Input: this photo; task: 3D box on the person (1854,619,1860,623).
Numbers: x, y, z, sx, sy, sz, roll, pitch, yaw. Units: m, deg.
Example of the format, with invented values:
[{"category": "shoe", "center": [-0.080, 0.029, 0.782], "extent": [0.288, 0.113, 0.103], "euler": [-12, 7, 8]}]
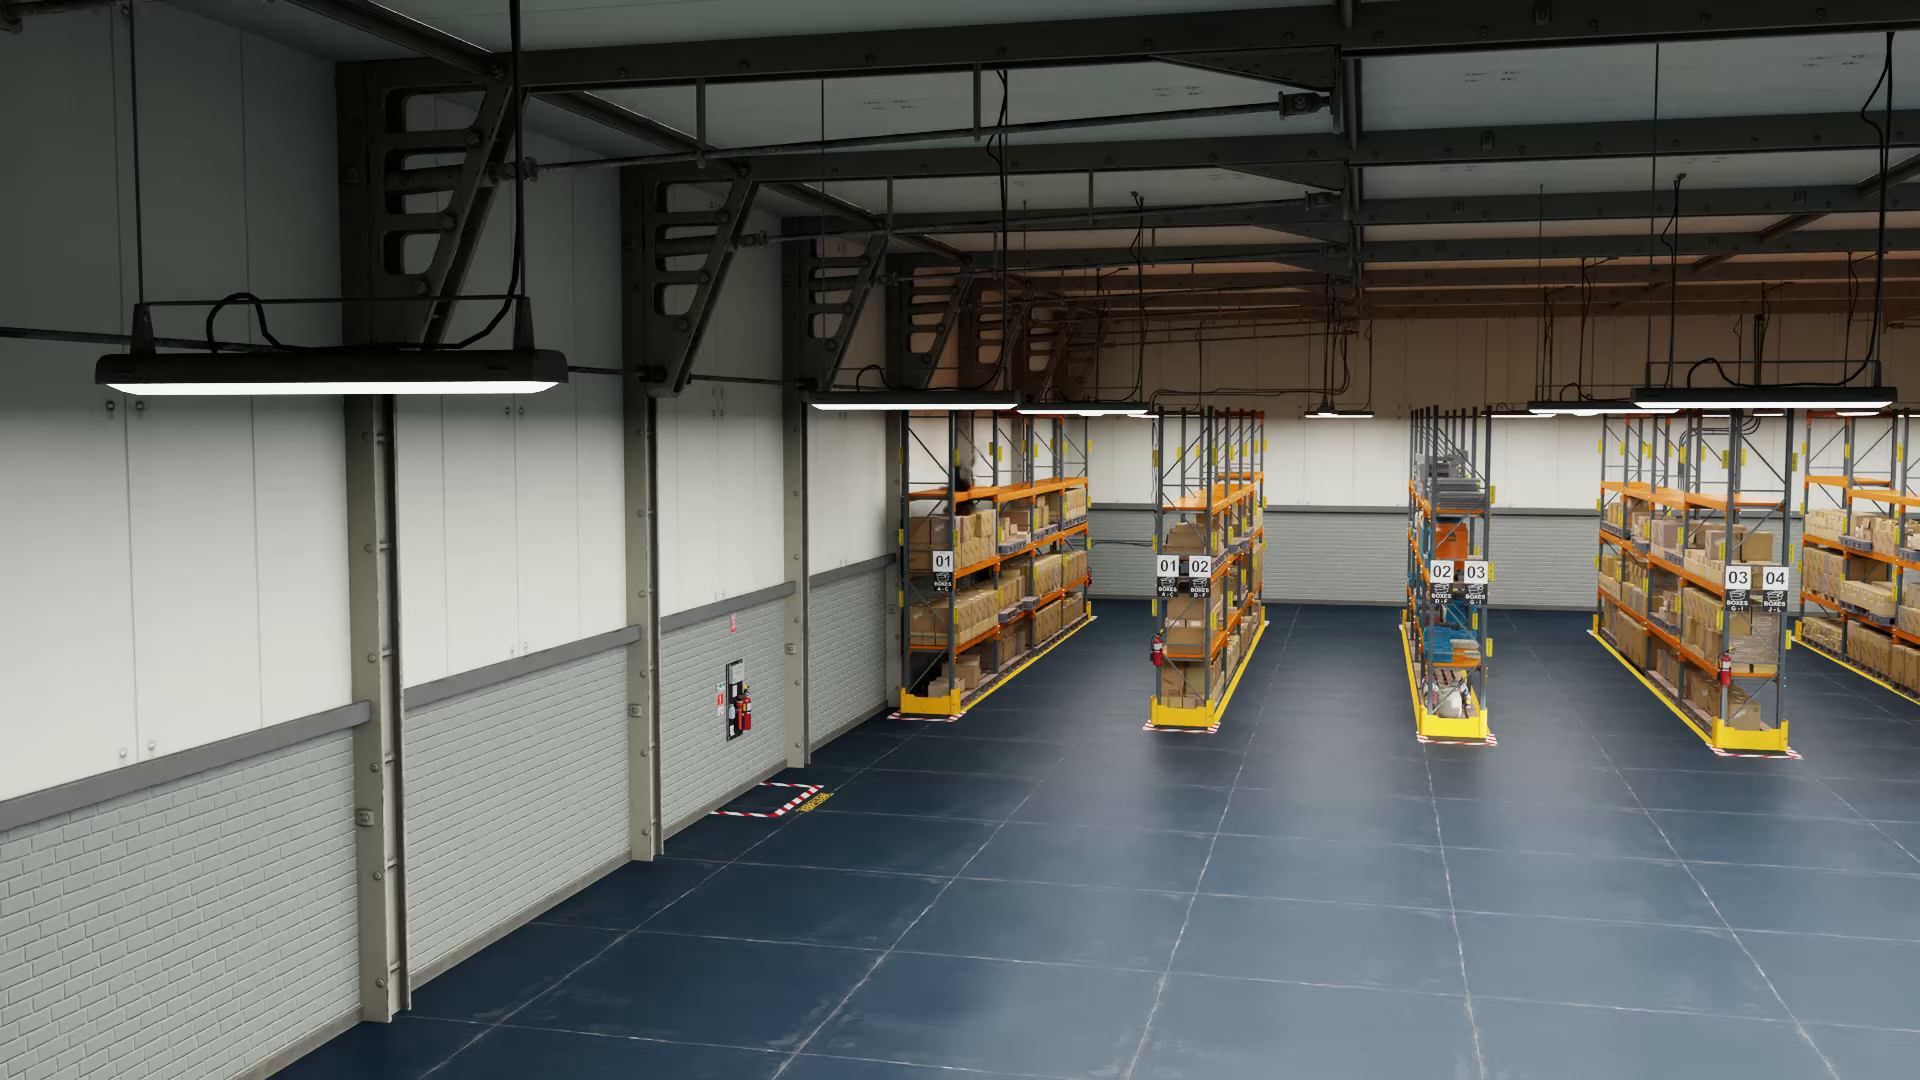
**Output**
[{"category": "person", "center": [24.185, 1.632, 44.365], "extent": [0.897, 1.818, 0.671], "euler": [-1, 4, -7]}]
